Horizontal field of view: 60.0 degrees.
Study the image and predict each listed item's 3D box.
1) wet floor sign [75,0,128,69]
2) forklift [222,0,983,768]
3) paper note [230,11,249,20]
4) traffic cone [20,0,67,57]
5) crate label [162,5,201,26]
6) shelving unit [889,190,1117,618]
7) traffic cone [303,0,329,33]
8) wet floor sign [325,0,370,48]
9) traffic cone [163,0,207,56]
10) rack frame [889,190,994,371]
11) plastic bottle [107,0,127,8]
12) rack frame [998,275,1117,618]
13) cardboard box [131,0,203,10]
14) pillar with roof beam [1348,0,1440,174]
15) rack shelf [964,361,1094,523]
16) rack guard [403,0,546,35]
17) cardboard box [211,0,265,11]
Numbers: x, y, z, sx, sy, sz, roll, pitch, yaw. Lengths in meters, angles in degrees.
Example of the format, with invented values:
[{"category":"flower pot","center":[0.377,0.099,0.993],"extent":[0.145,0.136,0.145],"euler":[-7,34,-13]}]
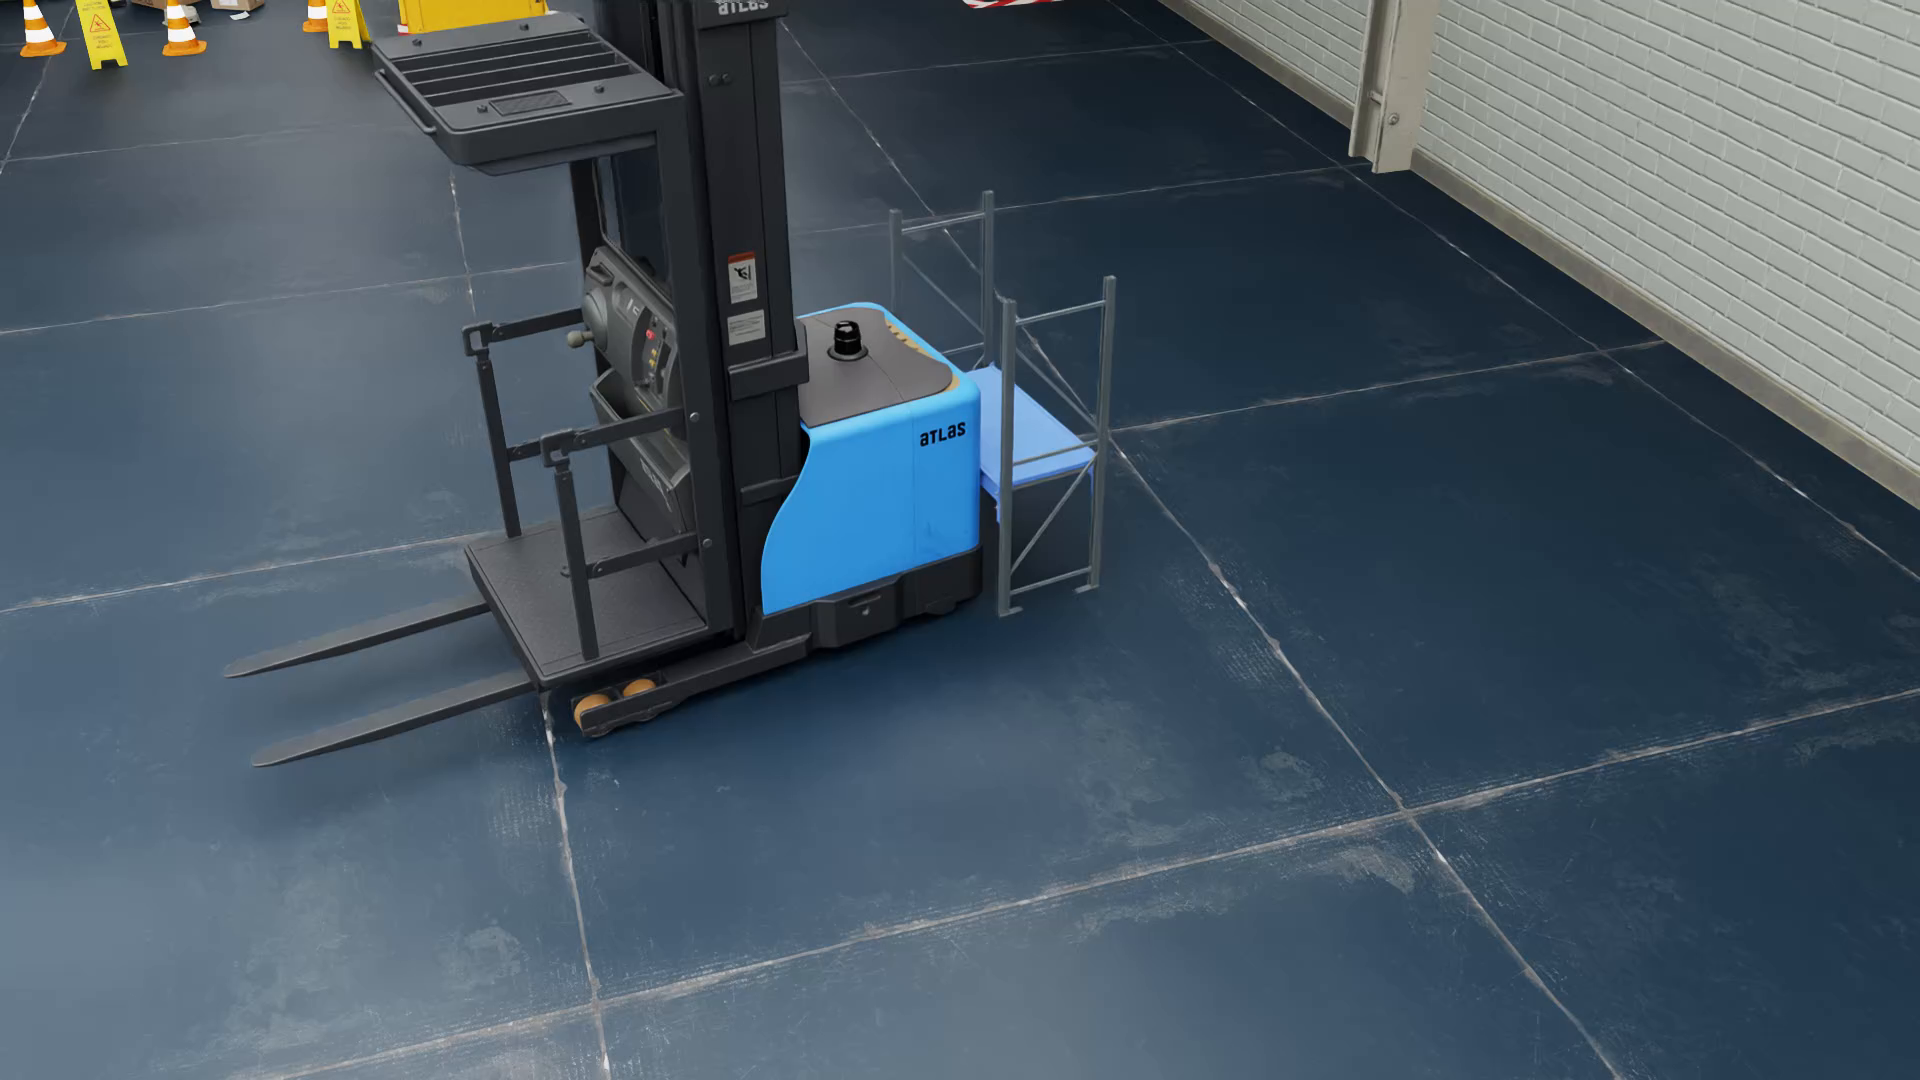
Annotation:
[{"category":"wet floor sign","center":[-7.001,-4.190,13.506],"extent":[0.267,0.644,0.232],"euler":[-16,37,-23]},{"category":"forklift","center":[-1.437,-0.779,6.270],"extent":[3.031,2.935,1.130],"euler":[-17,37,-24]},{"category":"paper note","center":[-6.396,-4.663,14.779],"extent":[0.148,0.019,0.142],"euler":[-23,40,-31]},{"category":"traffic cone","center":[-7.705,-4.314,13.859],"extent":[0.336,0.463,0.334],"euler":[-10,35,-15]},{"category":"crate label","center":[-6.824,-4.592,14.575],"extent":[0.298,0.136,0.250],"euler":[27,42,34]},{"category":"shelving unit","center":[0.158,-0.607,7.308],"extent":[0.538,1.500,1.048],"euler":[-16,37,-23]},{"category":"traffic cone","center":[-5.572,-4.691,14.429],"extent":[0.336,0.463,0.334],"euler":[-10,35,-15]},{"category":"wet floor sign","center":[-5.173,-4.478,13.942],"extent":[0.267,0.644,0.232],"euler":[1,33,2]},{"category":"traffic cone","center":[-6.525,-4.325,13.876],"extent":[0.336,0.463,0.334],"euler":[-10,35,-15]},{"category":"rack frame","center":[-0.077,-0.855,7.684],"extent":[0.500,1.500,0.032],"euler":[-16,37,-23]},{"category":"plastic bottle","center":[-7.682,-4.905,15.117],"extent":[0.133,0.061,0.283],"euler":[-23,40,-31]},{"category":"rack frame","center":[0.393,-0.359,6.932],"extent":[0.500,1.500,0.032],"euler":[-16,37,-23]},{"category":"cardboard box","center":[-7.159,-5.195,15.156],"extent":[0.637,0.503,0.797],"euler":[19,38,26]},{"category":"pillar with roof beam","center":[-1.110,-5.723,8.248],"extent":[9.100,9.000,0.400],"euler":[-10,35,-15]},{"category":"rack shelf","center":[0.158,-0.457,7.407],"extent":[0.538,0.185,1.000],"euler":[-16,37,-23]},{"category":"rack guard","center":[-4.235,-4.737,14.466],"extent":[1.175,0.500,0.348],"euler":[-10,35,-15]},{"category":"cardboard box","center":[-6.536,-4.899,15.029],"extent":[0.380,0.149,0.250],"euler":[7,34,10]}]
